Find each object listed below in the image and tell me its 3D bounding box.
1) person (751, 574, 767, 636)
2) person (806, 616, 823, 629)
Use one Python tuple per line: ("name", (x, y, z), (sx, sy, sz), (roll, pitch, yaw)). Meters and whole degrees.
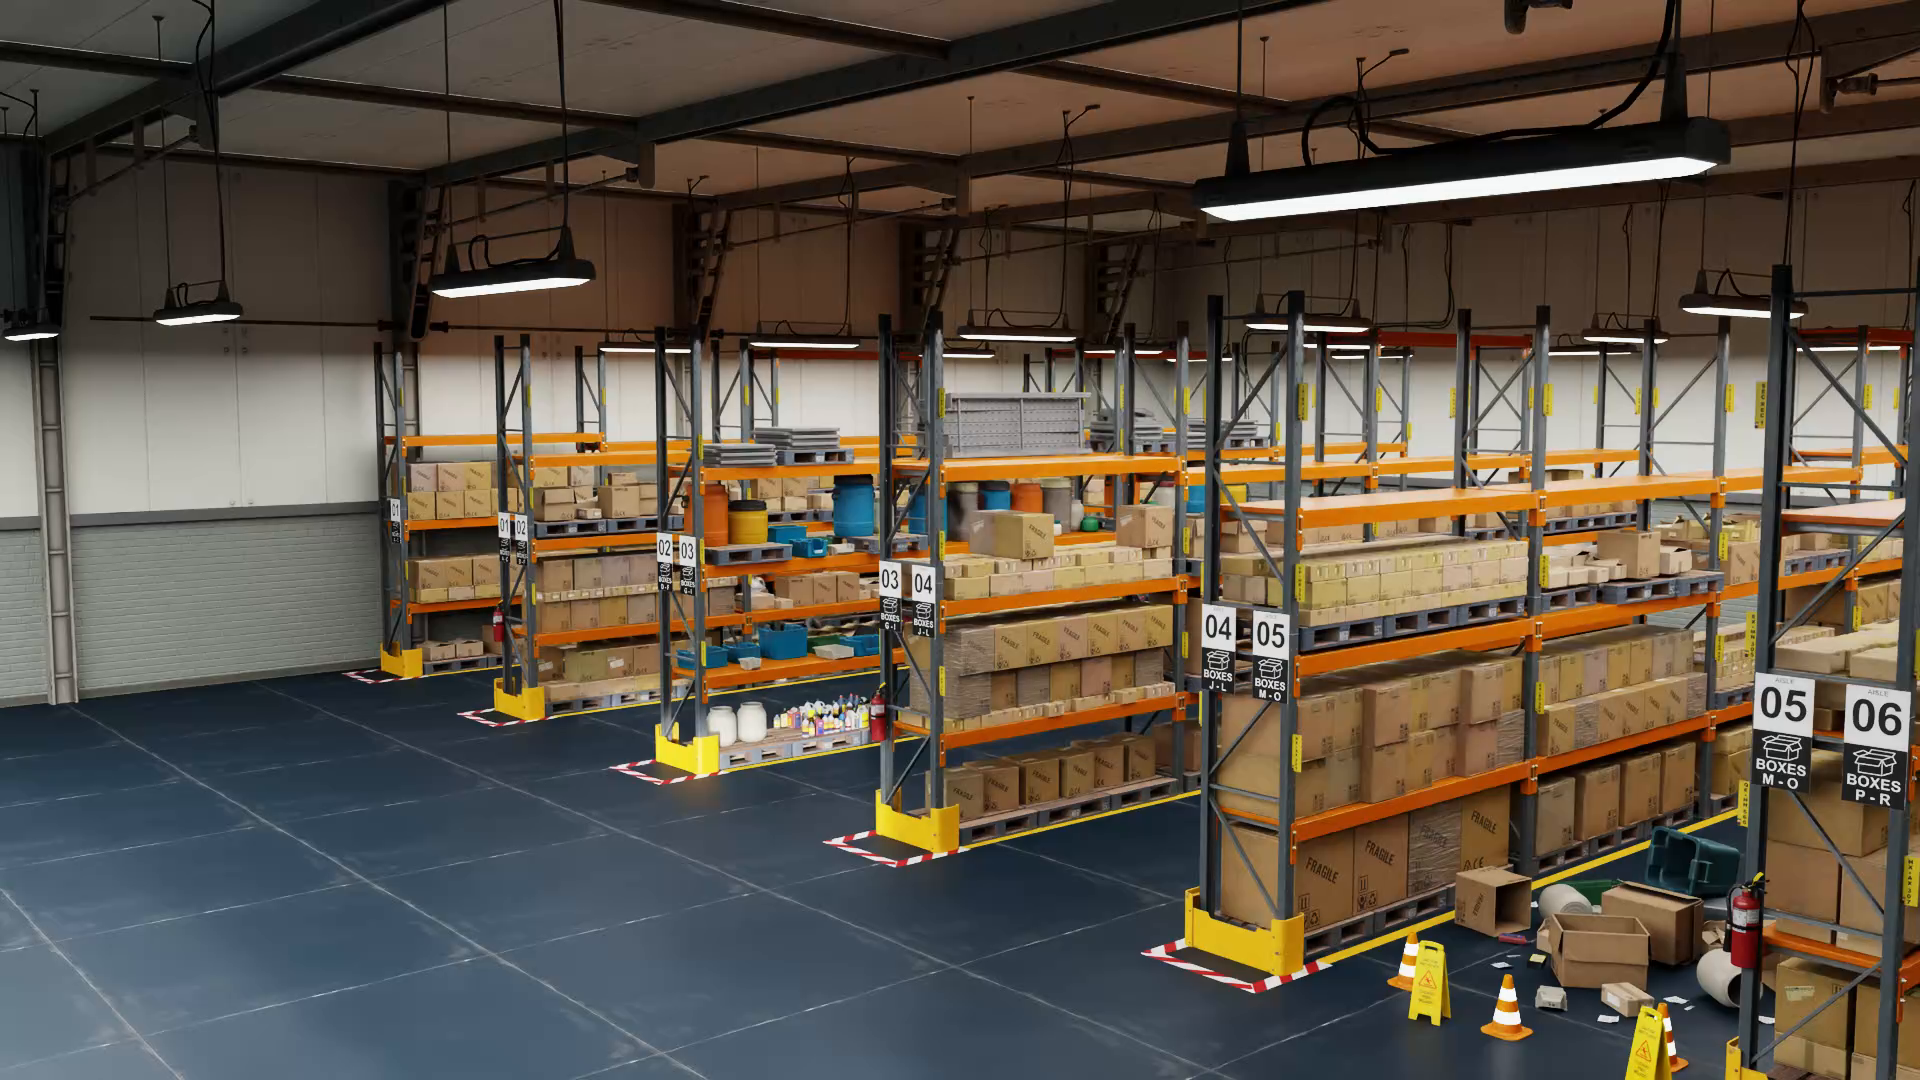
("person", (-4.053, 1.313, 32.984), (0.442, 1.696, 0.507), (4, 7, 38))
("person", (-2.969, 1.236, 33.867), (0.426, 1.590, 0.792), (5, 7, 41))
